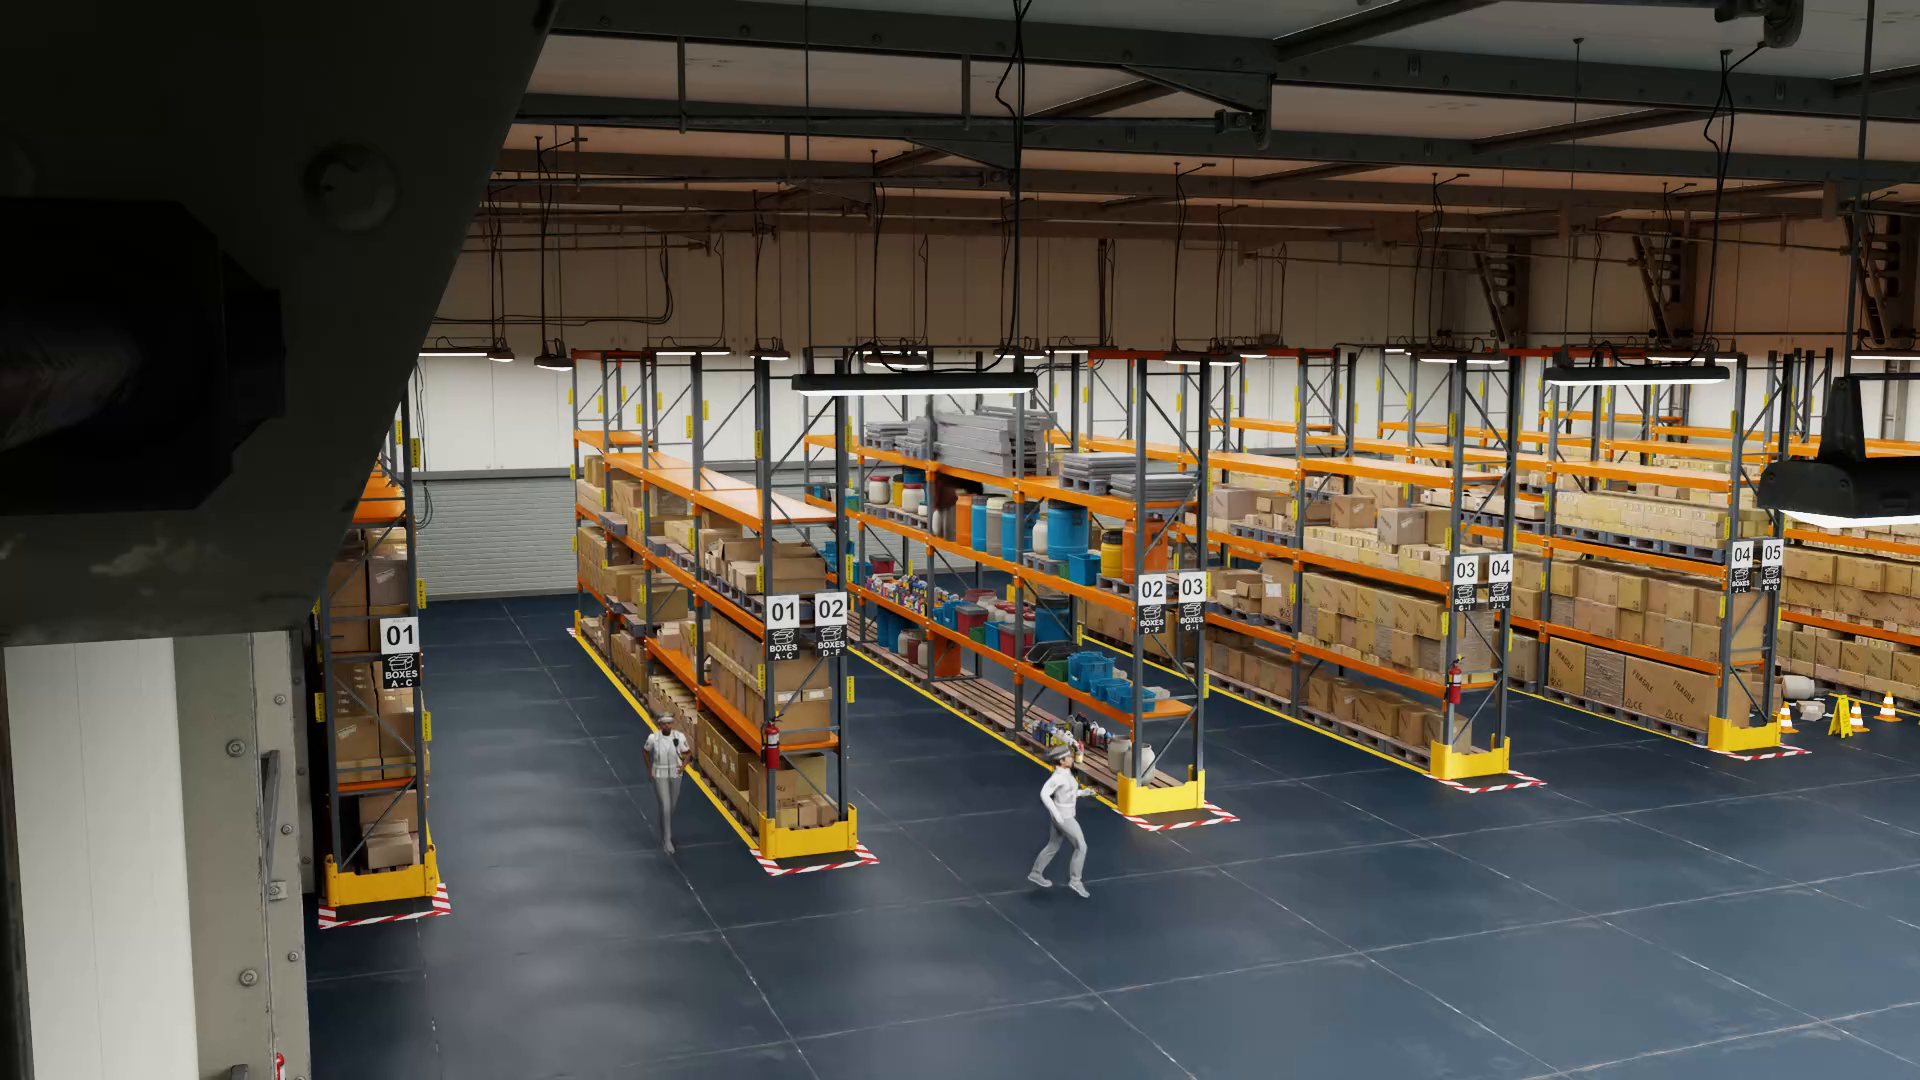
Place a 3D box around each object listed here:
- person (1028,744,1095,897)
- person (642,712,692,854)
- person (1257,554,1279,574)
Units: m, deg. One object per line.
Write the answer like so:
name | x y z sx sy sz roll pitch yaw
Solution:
person | 1.147 3.167 18.782 0.758 1.755 0.582 0 7 0
person | -3.619 2.933 20.602 0.571 1.725 0.829 -3 8 -21
person | 6.576 1.102 34.835 0.654 1.834 0.835 -3 8 -19
